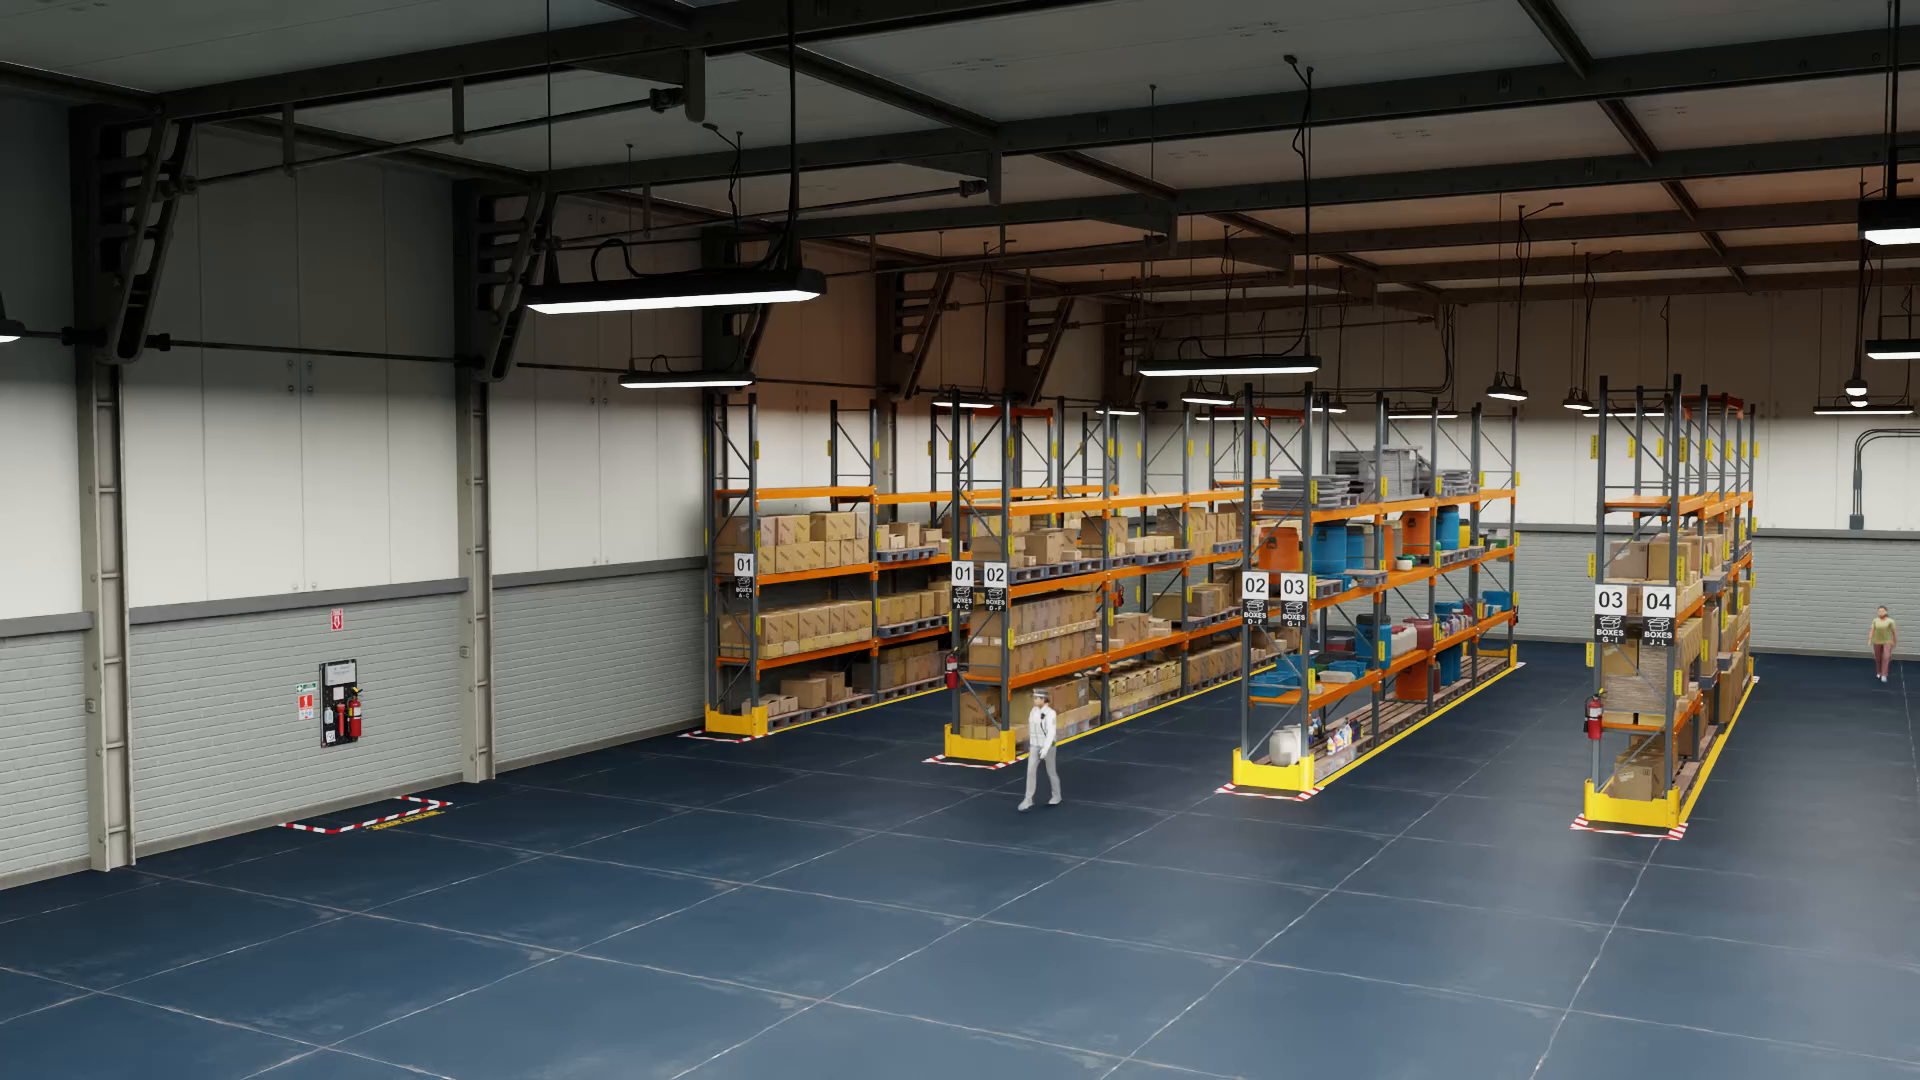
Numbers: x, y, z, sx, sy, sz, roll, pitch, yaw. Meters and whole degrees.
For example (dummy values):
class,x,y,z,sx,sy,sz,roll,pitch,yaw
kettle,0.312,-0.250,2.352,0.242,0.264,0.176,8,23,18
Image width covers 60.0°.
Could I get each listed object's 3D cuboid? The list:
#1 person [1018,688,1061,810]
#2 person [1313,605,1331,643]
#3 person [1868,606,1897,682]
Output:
class,x,y,z,sx,sy,sz,roll,pitch,yaw
person,1.110,2.901,23.254,0.523,1.648,0.839,3,4,40
person,9.471,1.835,43.445,0.447,1.659,0.932,0,3,-4
person,19.974,2.228,36.014,0.538,1.603,1.060,2,4,32
